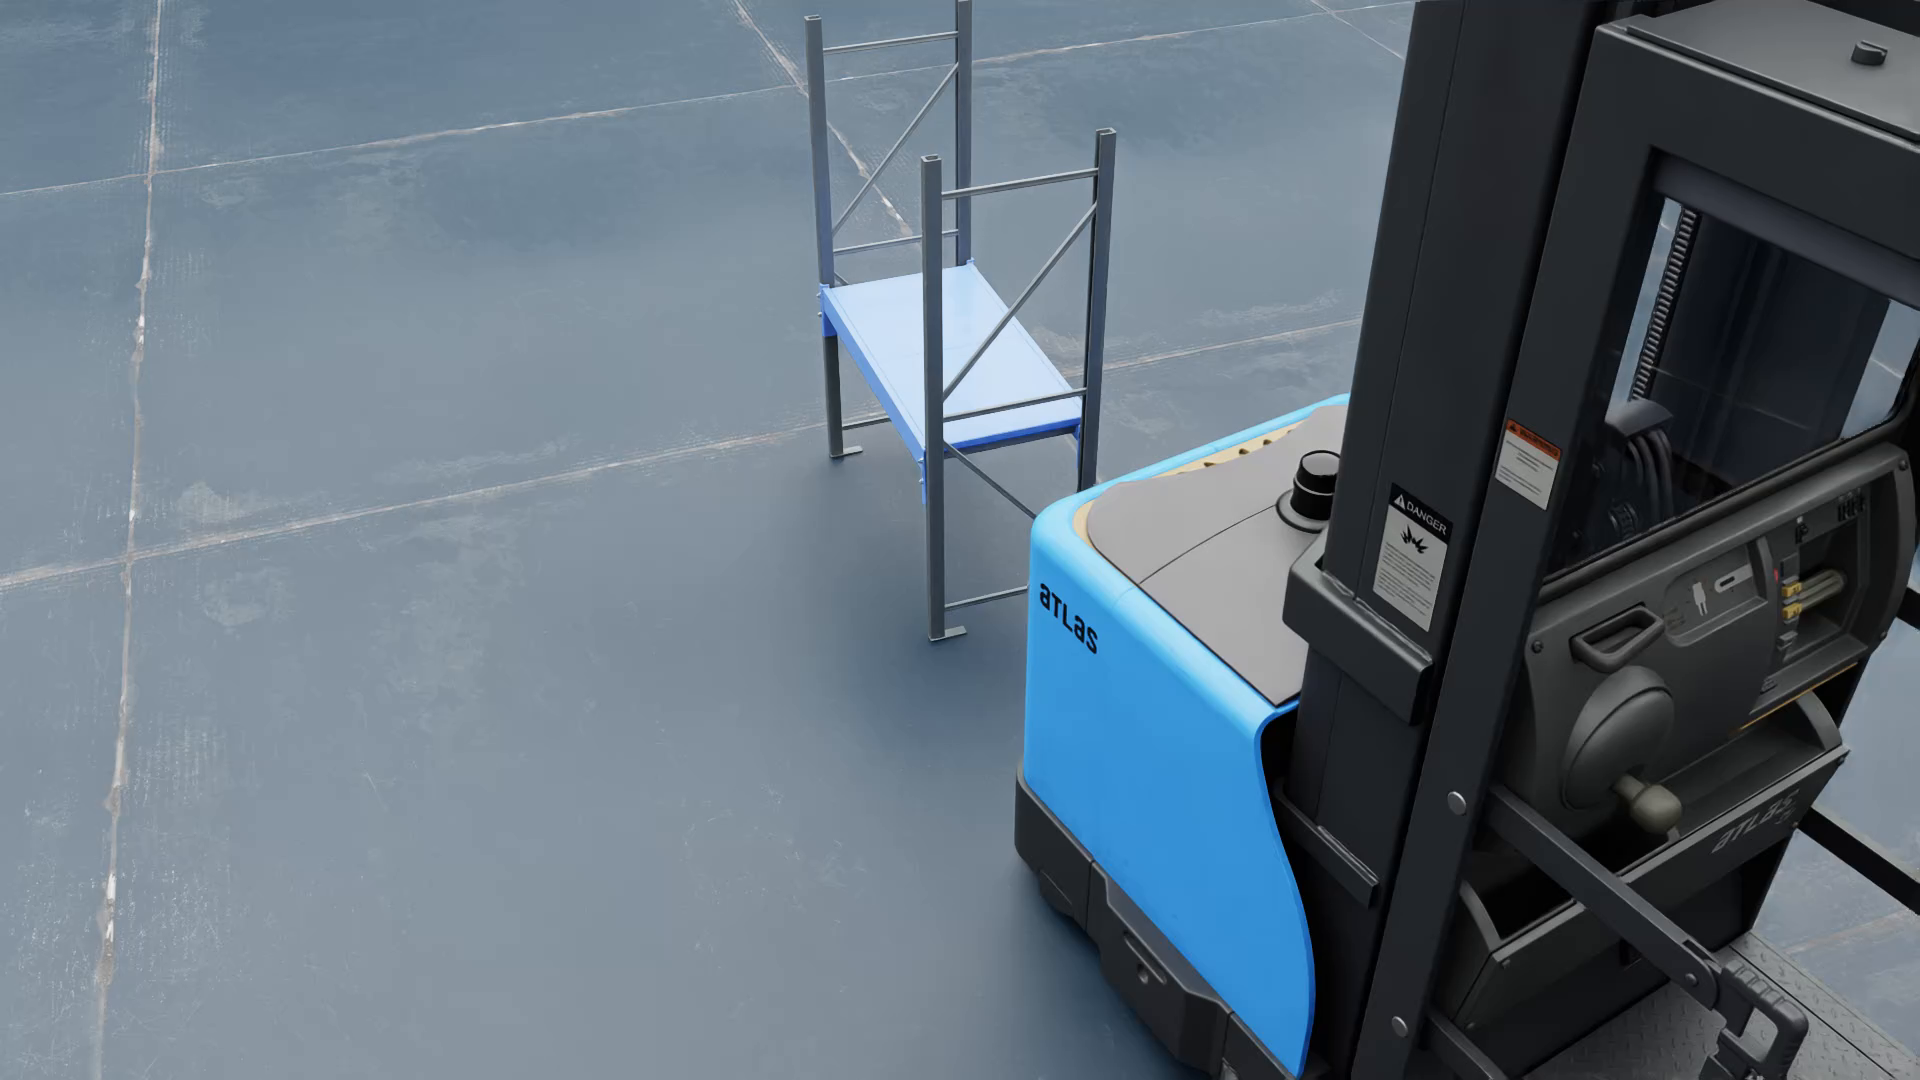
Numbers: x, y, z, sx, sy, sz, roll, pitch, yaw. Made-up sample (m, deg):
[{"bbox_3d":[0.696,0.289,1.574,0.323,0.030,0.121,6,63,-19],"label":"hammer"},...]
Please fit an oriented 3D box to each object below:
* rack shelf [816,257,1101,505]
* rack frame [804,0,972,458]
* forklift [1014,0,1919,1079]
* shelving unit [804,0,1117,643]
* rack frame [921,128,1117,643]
[{"bbox_3d":[-0.029,-0.504,4.971,0.538,0.185,1.000,-12,39,-16],"label":"rack shelf"},{"bbox_3d":[-0.204,-0.934,5.244,0.500,1.500,0.032,-12,39,-16],"label":"rack frame"},{"bbox_3d":[1.344,0.219,2.523,1.130,2.935,3.031,-21,42,-25],"label":"forklift"},{"bbox_3d":[-0.029,-0.647,4.863,0.538,1.500,1.048,-12,39,-16],"label":"shelving unit"},{"bbox_3d":[0.146,-0.360,4.481,0.500,1.500,0.032,-12,39,-16],"label":"rack frame"}]
